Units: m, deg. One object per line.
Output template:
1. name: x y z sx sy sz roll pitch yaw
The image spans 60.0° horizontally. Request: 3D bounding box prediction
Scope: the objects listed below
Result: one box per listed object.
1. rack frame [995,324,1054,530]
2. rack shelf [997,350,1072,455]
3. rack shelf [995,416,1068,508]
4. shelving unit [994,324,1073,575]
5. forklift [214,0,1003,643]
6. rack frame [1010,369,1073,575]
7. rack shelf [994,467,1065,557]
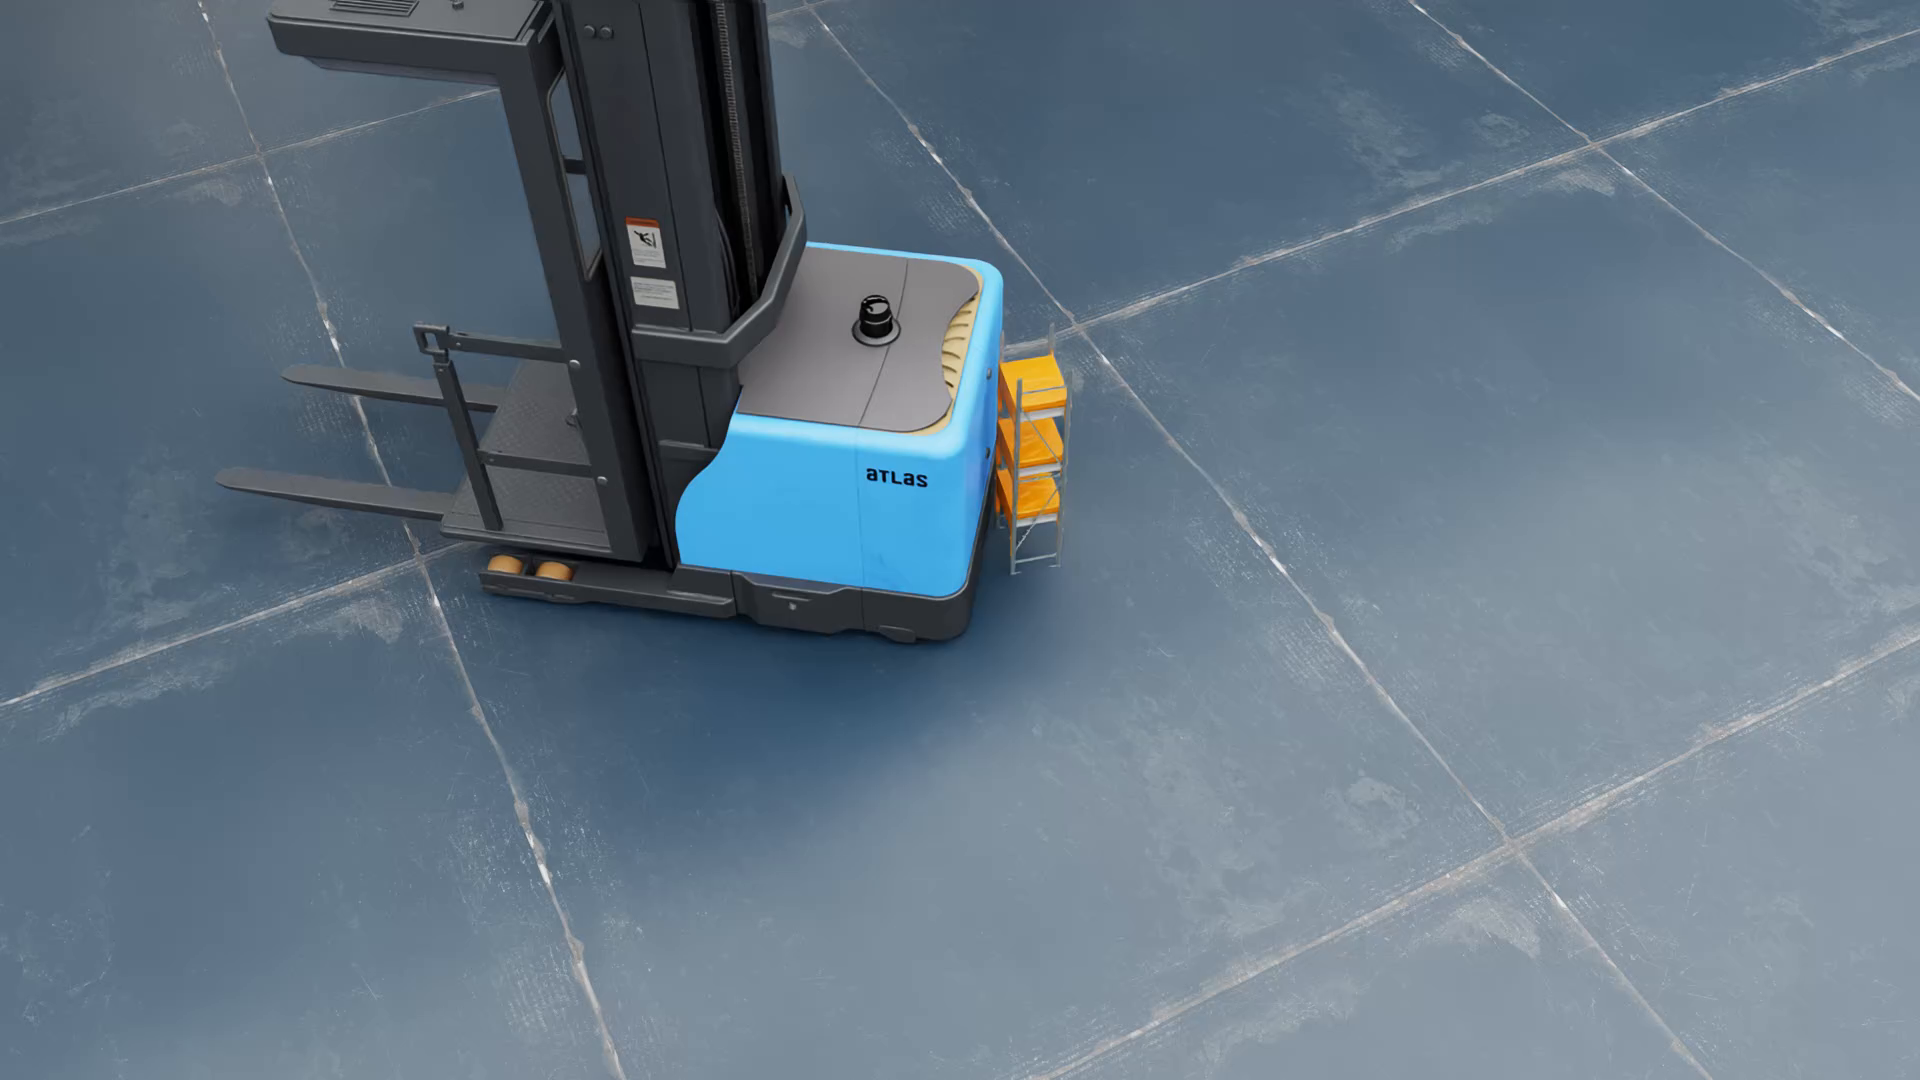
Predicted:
1. rack frame: 0.238 -0.405 6.299 0.200 1.050 0.008 -10 50 -9
2. rack shelf: 0.266 -0.495 6.015 0.215 0.259 0.240 -10 50 -9
3. rack shelf: 0.266 -0.308 6.229 0.215 0.259 0.240 -10 50 -9
4. shelving unit: 0.266 -0.315 6.221 0.215 1.050 0.252 -10 50 -9
5. forklift: -1.393 -1.109 5.665 3.031 2.935 1.130 7 49 6
6. rack frame: 0.295 -0.226 6.143 0.200 1.050 0.008 -10 50 -9
7. rack shelf: 0.266 -0.125 6.438 0.215 0.259 0.240 -10 50 -9
